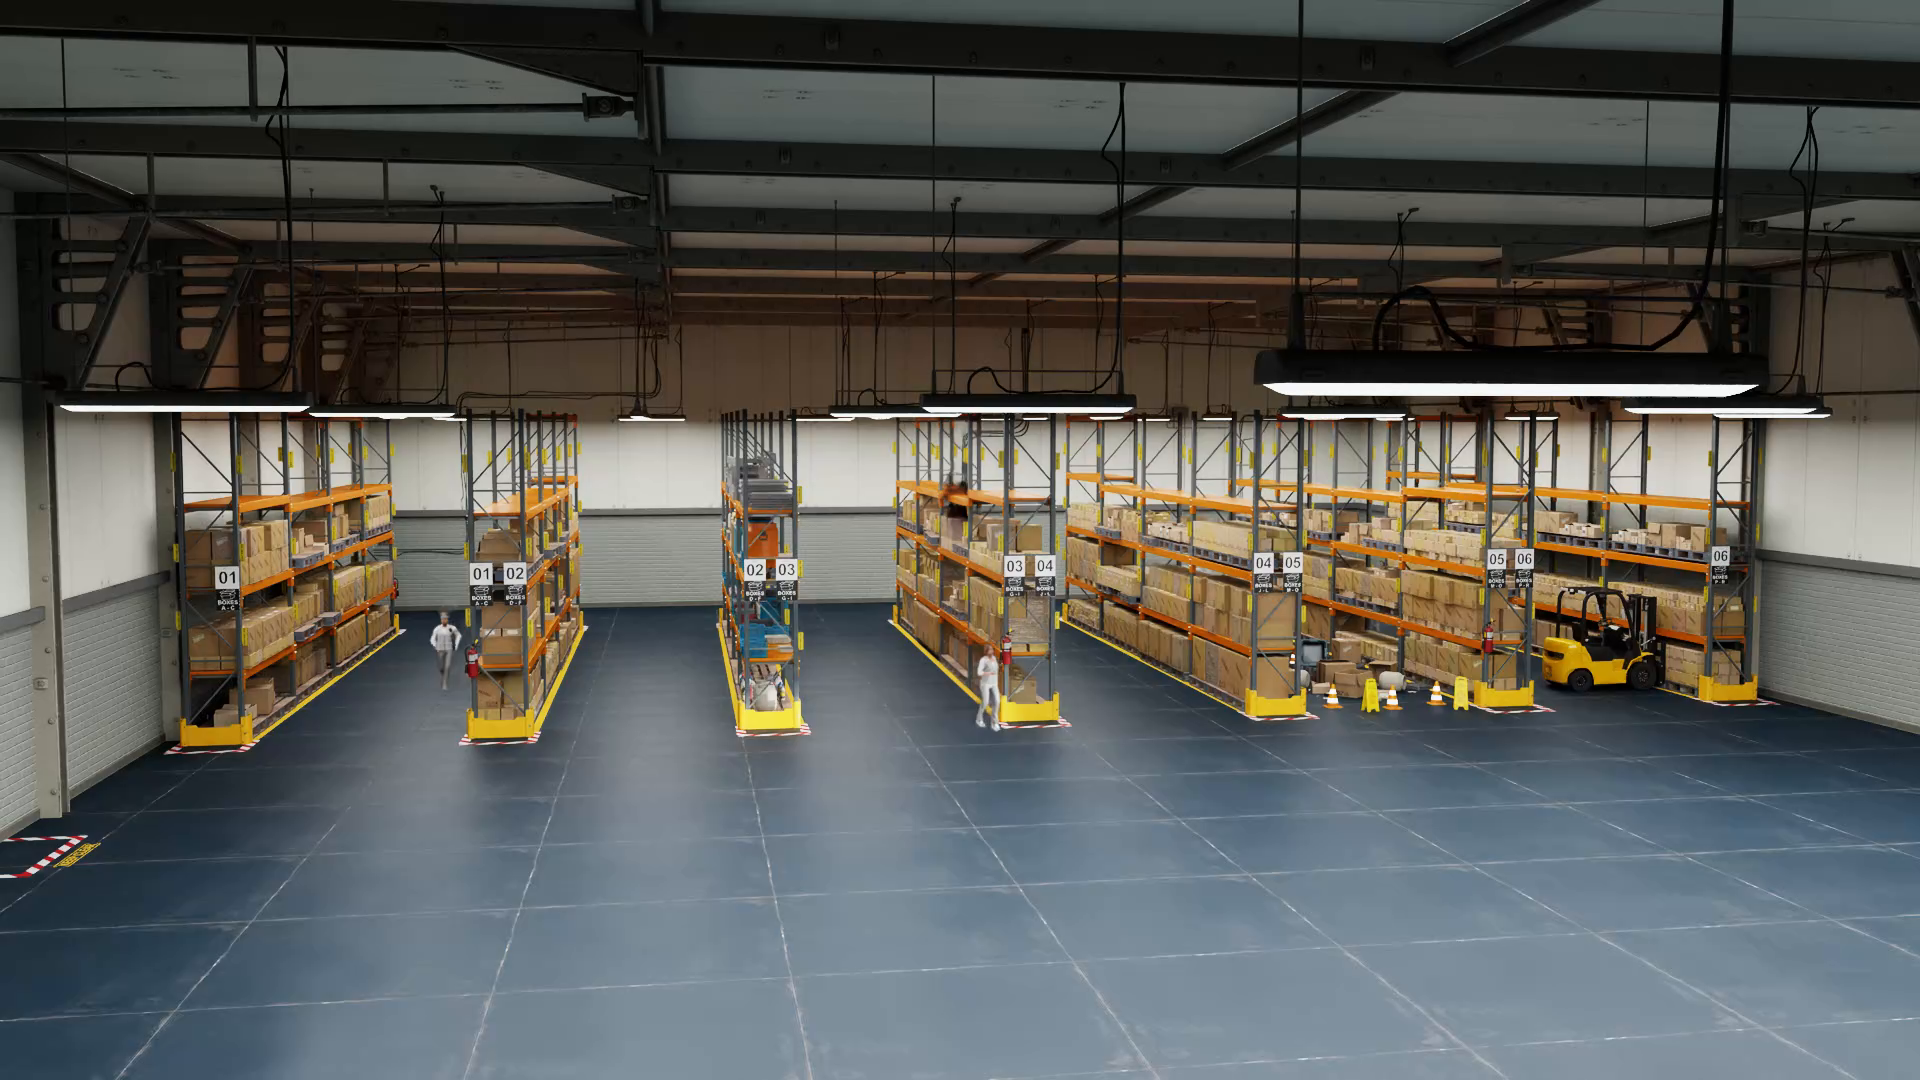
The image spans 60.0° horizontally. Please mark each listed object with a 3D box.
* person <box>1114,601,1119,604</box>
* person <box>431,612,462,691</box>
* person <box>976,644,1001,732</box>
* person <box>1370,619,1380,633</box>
[{"bbox_3d":[4.883,1.395,50.163,0.851,1.700,0.559,-1,4,-9],"label":"person"},{"bbox_3d":[-11.120,2.391,35.980,0.632,1.670,0.842,-1,4,-12],"label":"person"},{"bbox_3d":[0.533,2.758,31.132,0.528,1.633,0.640,-3,5,-36],"label":"person"},{"bbox_3d":[11.296,1.715,45.500,0.625,1.658,0.576,-1,4,-15],"label":"person"}]
